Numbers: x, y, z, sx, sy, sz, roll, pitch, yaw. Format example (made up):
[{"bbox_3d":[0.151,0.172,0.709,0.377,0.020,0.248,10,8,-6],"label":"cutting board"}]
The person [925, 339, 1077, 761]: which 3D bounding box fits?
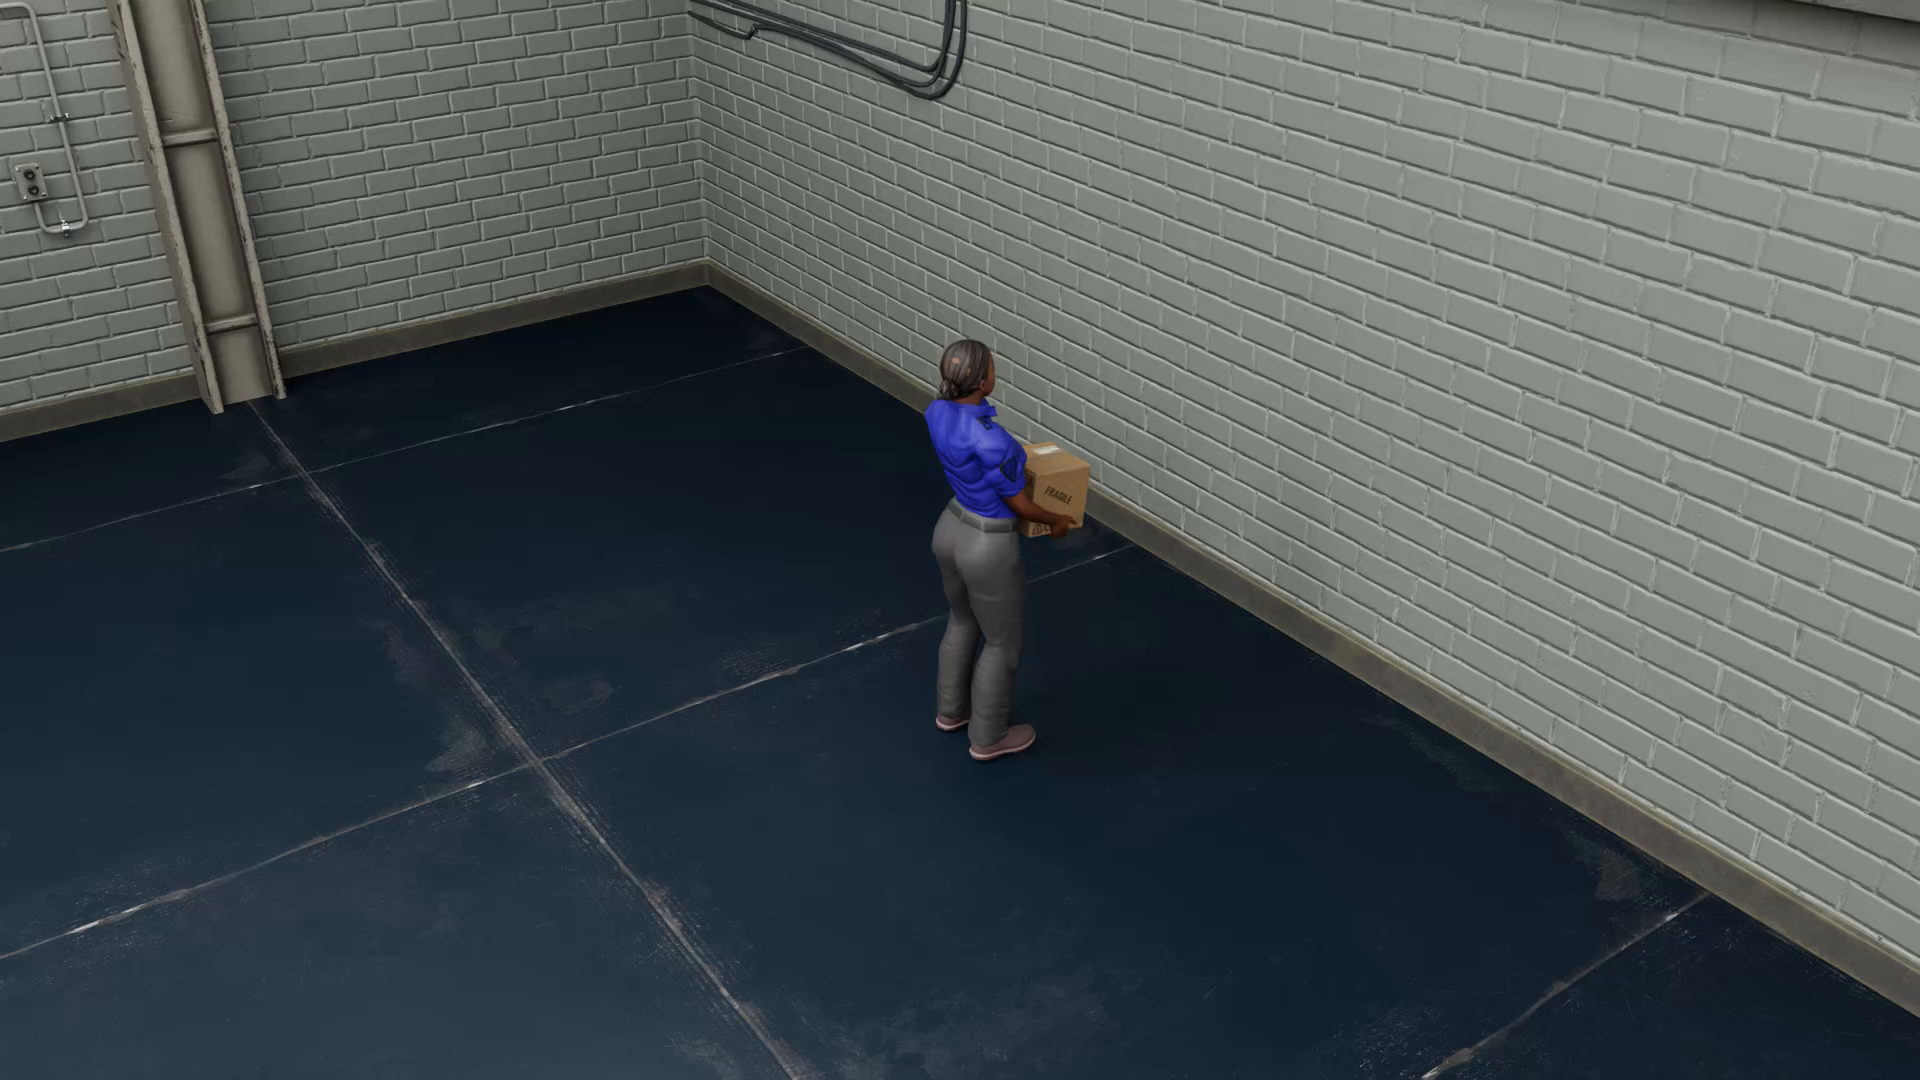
[{"bbox_3d":[0.143,0.014,6.116,0.512,1.650,0.451,-18,34,-30],"label":"person"}]
